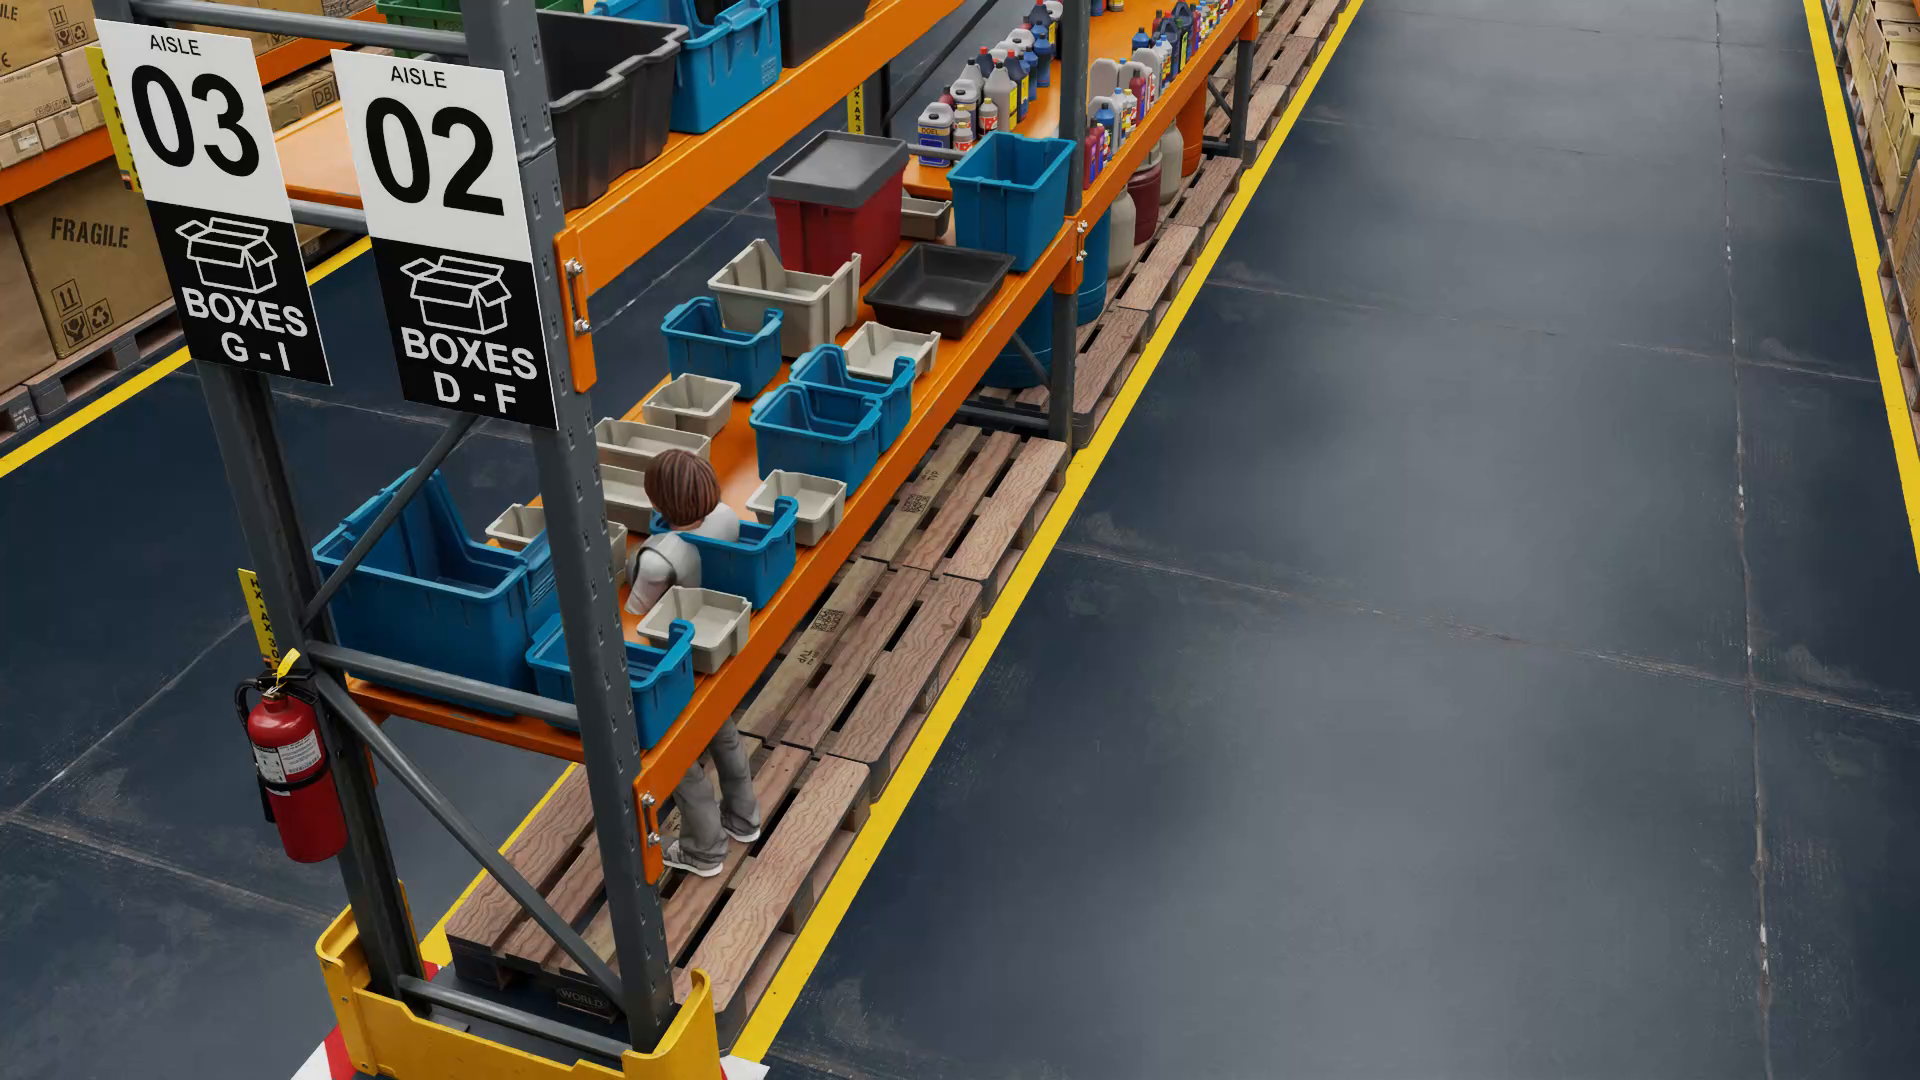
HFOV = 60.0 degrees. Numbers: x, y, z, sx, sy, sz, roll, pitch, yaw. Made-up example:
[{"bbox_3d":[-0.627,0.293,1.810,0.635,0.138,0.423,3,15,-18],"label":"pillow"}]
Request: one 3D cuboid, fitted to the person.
[{"bbox_3d":[-0.907,0.363,5.236,0.492,1.589,0.405,20,38,27],"label":"person"}]
